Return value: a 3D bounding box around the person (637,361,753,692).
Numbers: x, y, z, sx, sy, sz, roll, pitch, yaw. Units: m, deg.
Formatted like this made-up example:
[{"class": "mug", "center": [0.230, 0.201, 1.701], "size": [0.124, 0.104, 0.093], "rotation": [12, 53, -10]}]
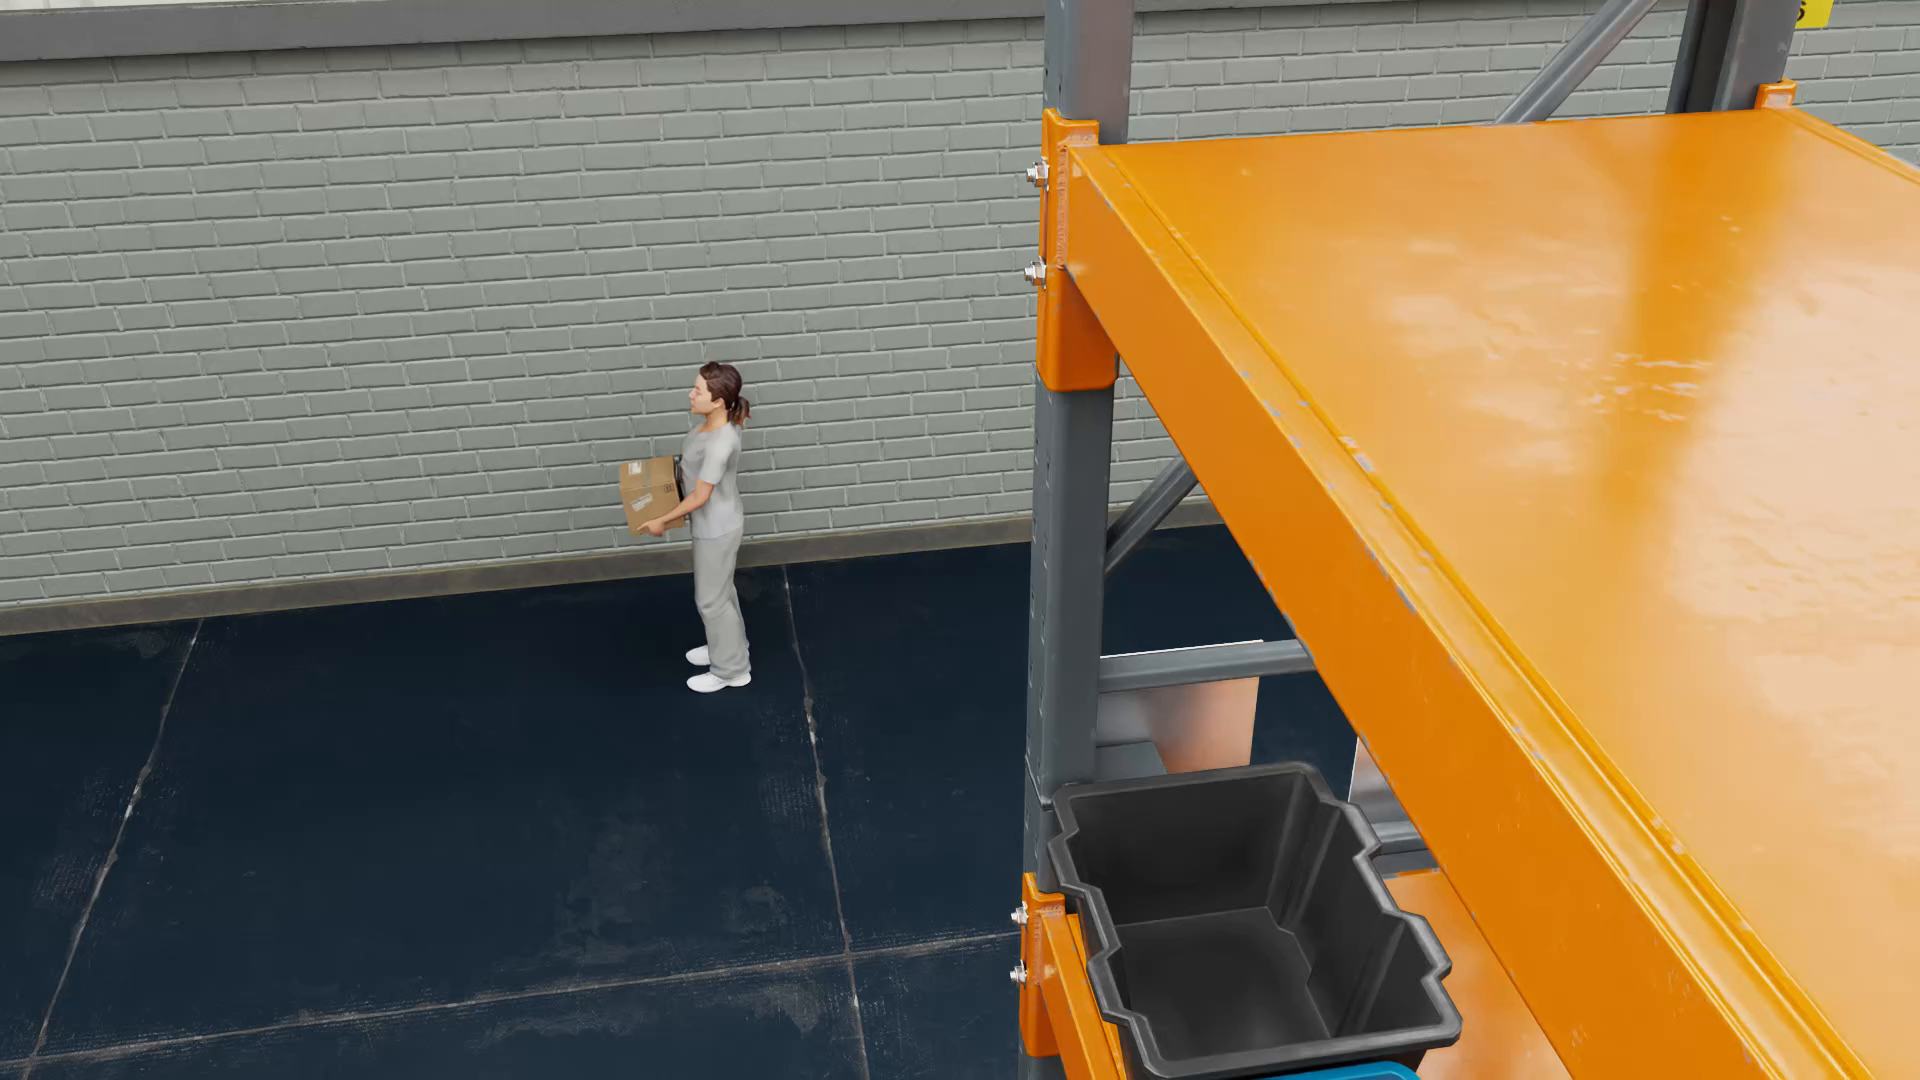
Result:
[{"class": "person", "center": [-1.210, -0.057, 7.741], "size": [0.561, 1.662, 0.437], "rotation": [-5, 31, -8]}]
